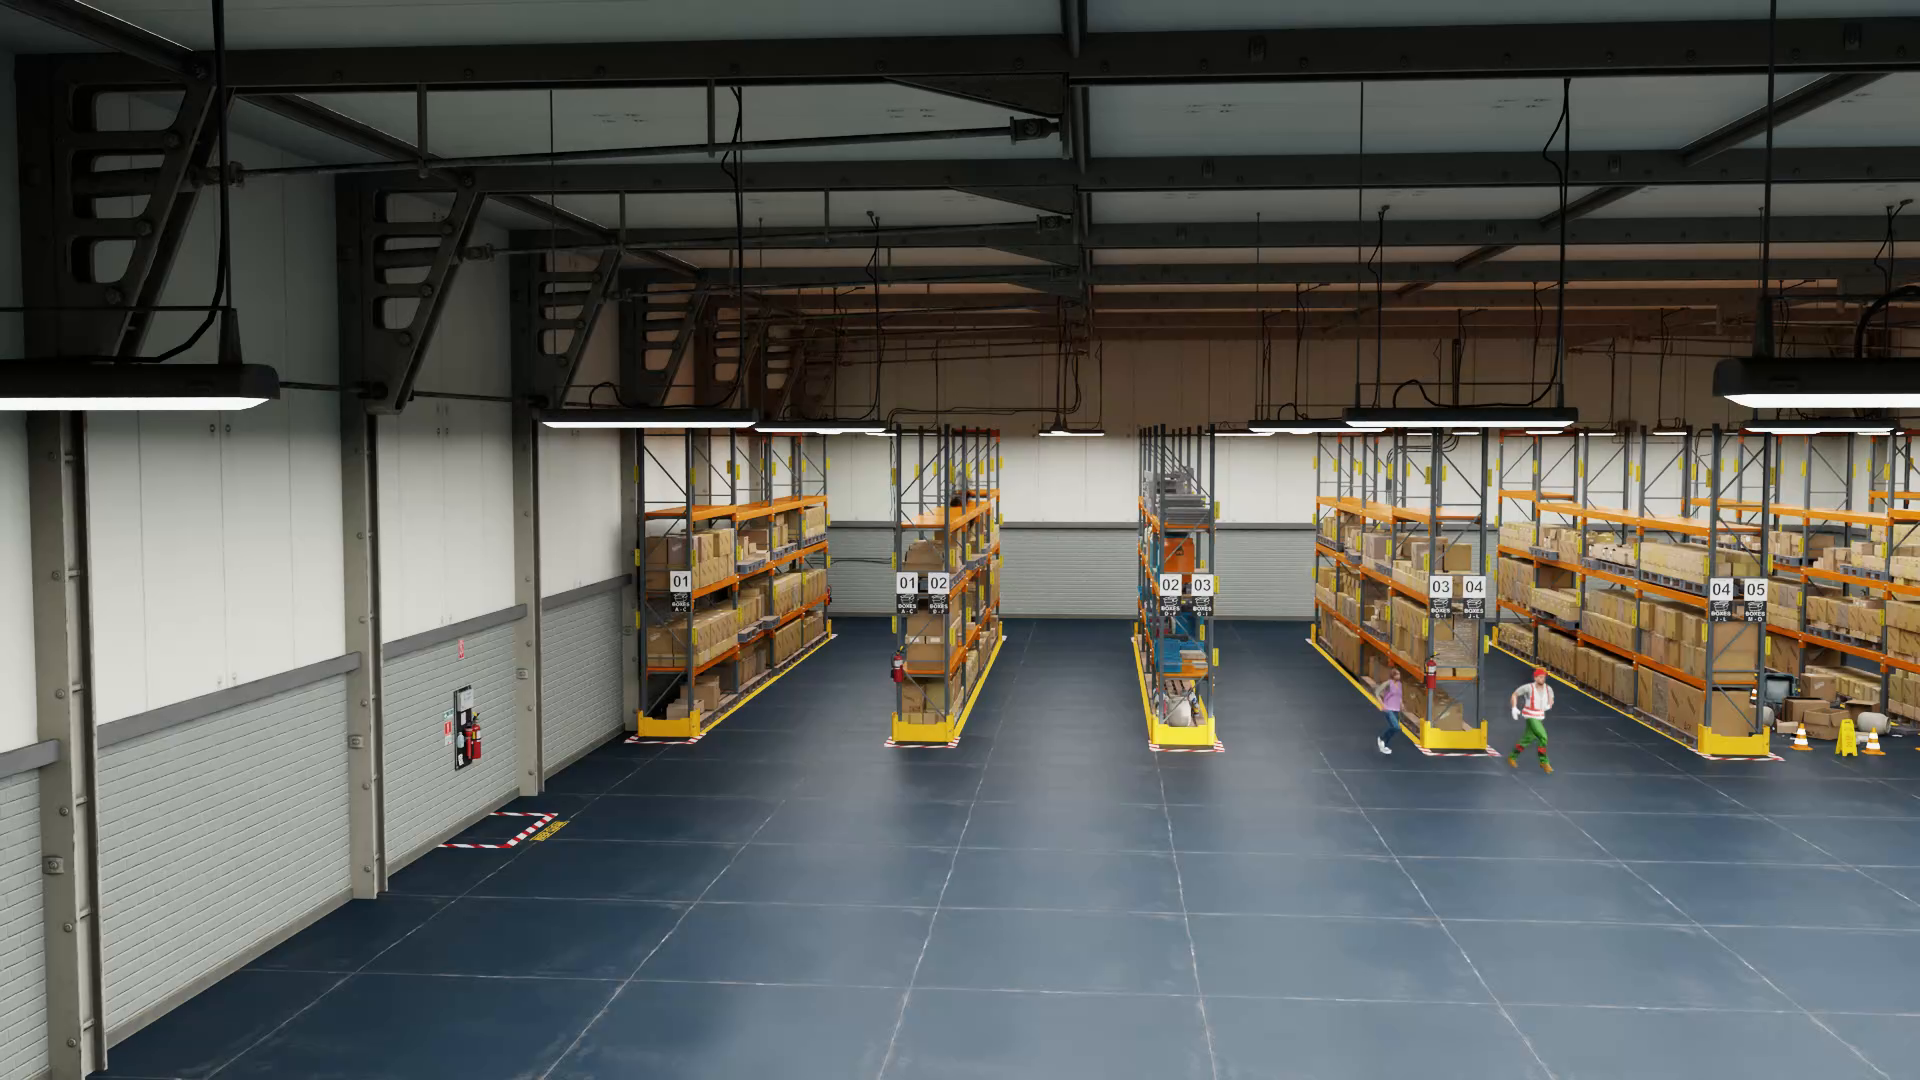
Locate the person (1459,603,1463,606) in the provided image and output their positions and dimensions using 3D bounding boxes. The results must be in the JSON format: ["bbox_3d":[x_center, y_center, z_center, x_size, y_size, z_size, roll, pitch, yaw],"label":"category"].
[{"bbox_3d":[13.510,2.160,45.385,0.539,1.634,0.511,1,4,23],"label":"person"}]

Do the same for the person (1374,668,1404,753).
[{"bbox_3d":[7.837,3.099,30.225,0.559,1.558,0.487,-2,4,-34],"label":"person"}]

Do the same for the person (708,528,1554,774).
[{"bbox_3d":[2.429,1.874,32.012,9.730,3.808,14.499,-2,4,-32],"label":"person"}]
